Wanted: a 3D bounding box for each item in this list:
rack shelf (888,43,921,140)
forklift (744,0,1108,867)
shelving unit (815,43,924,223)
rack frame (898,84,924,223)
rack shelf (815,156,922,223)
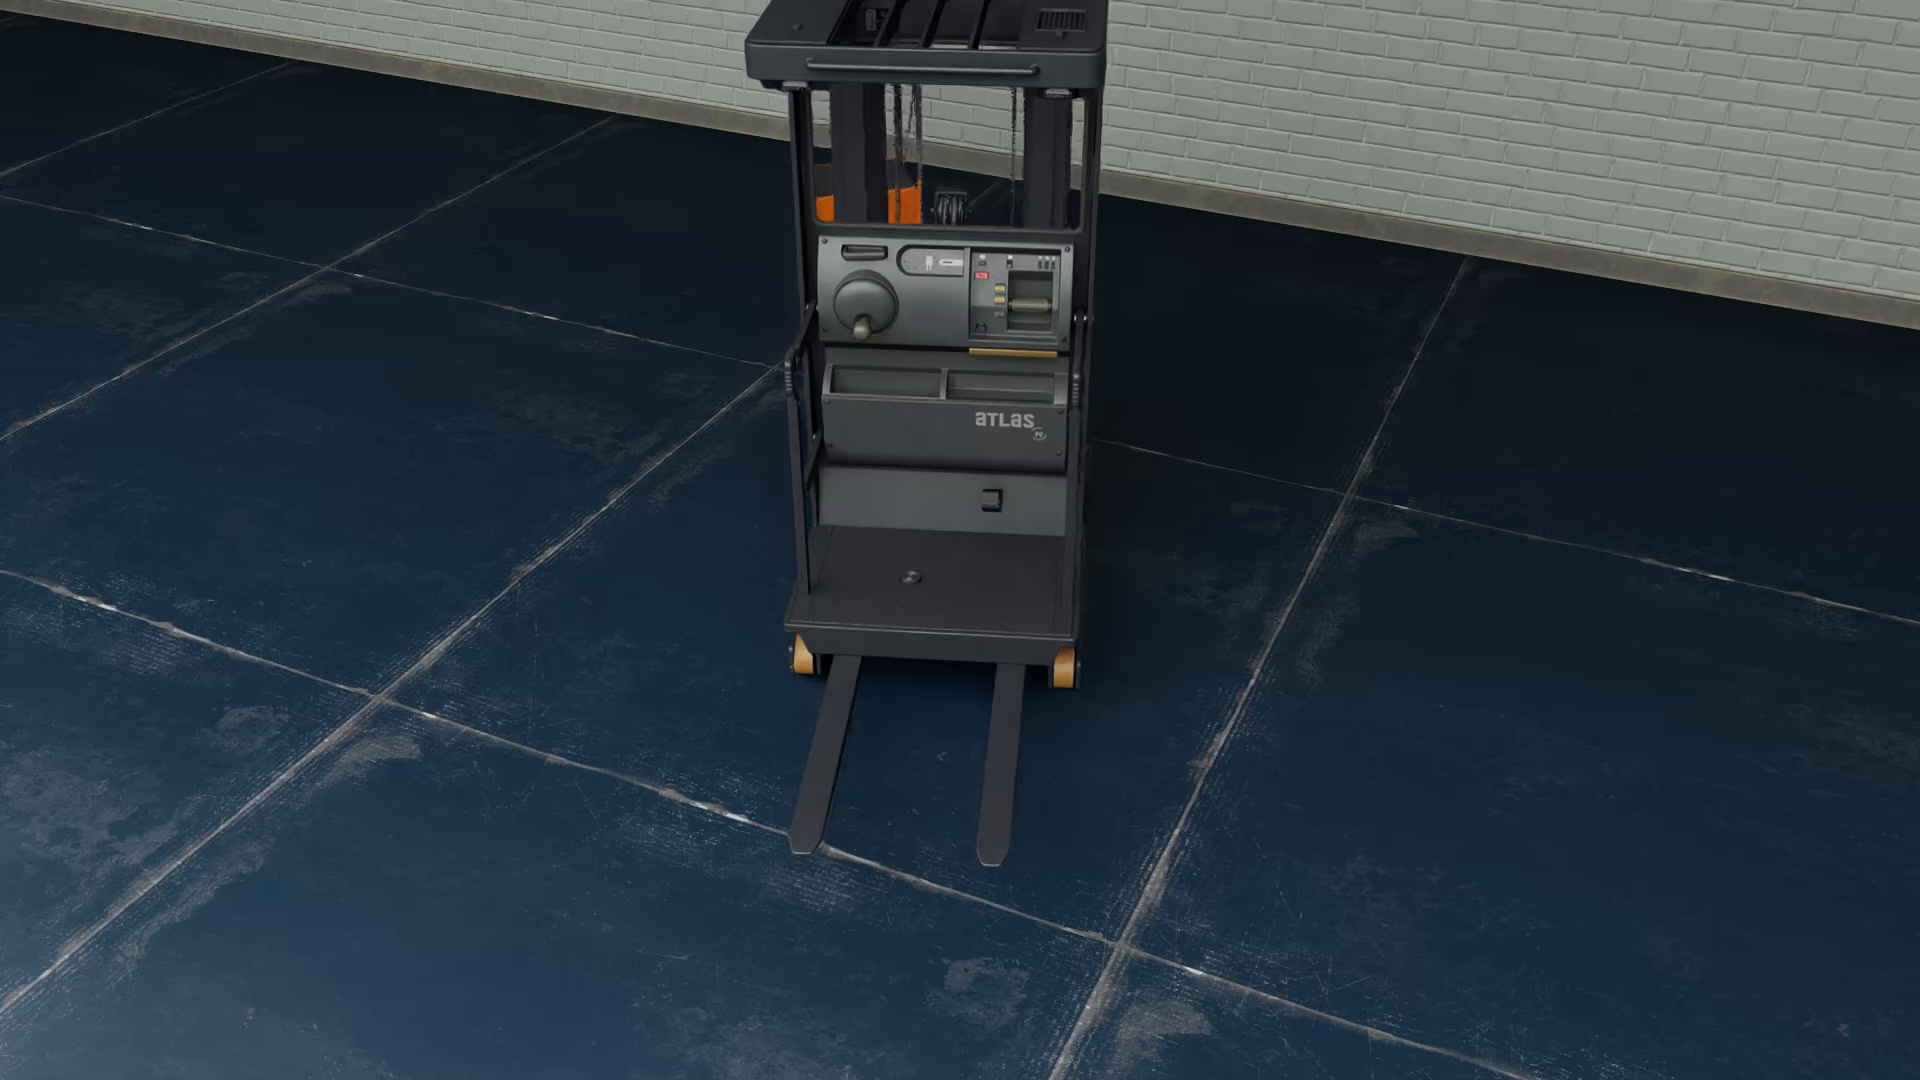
[{"bbox_3d":[-0.458,-2.021,7.166,0.480,0.518,0.431,-9,34,-13],"label":"rack shelf"},{"bbox_3d":[-0.071,-0.849,5.871,1.130,2.935,3.031,3,33,4],"label":"forklift"},{"bbox_3d":[-0.458,-1.447,7.542,0.503,2.100,0.431,-9,34,-13],"label":"shelving unit"},{"bbox_3d":[-0.223,-1.484,7.598,0.015,2.100,0.400,-9,34,-13],"label":"rack frame"},{"bbox_3d":[-0.458,-1.436,7.550,0.480,0.518,0.431,-9,34,-13],"label":"rack shelf"}]
